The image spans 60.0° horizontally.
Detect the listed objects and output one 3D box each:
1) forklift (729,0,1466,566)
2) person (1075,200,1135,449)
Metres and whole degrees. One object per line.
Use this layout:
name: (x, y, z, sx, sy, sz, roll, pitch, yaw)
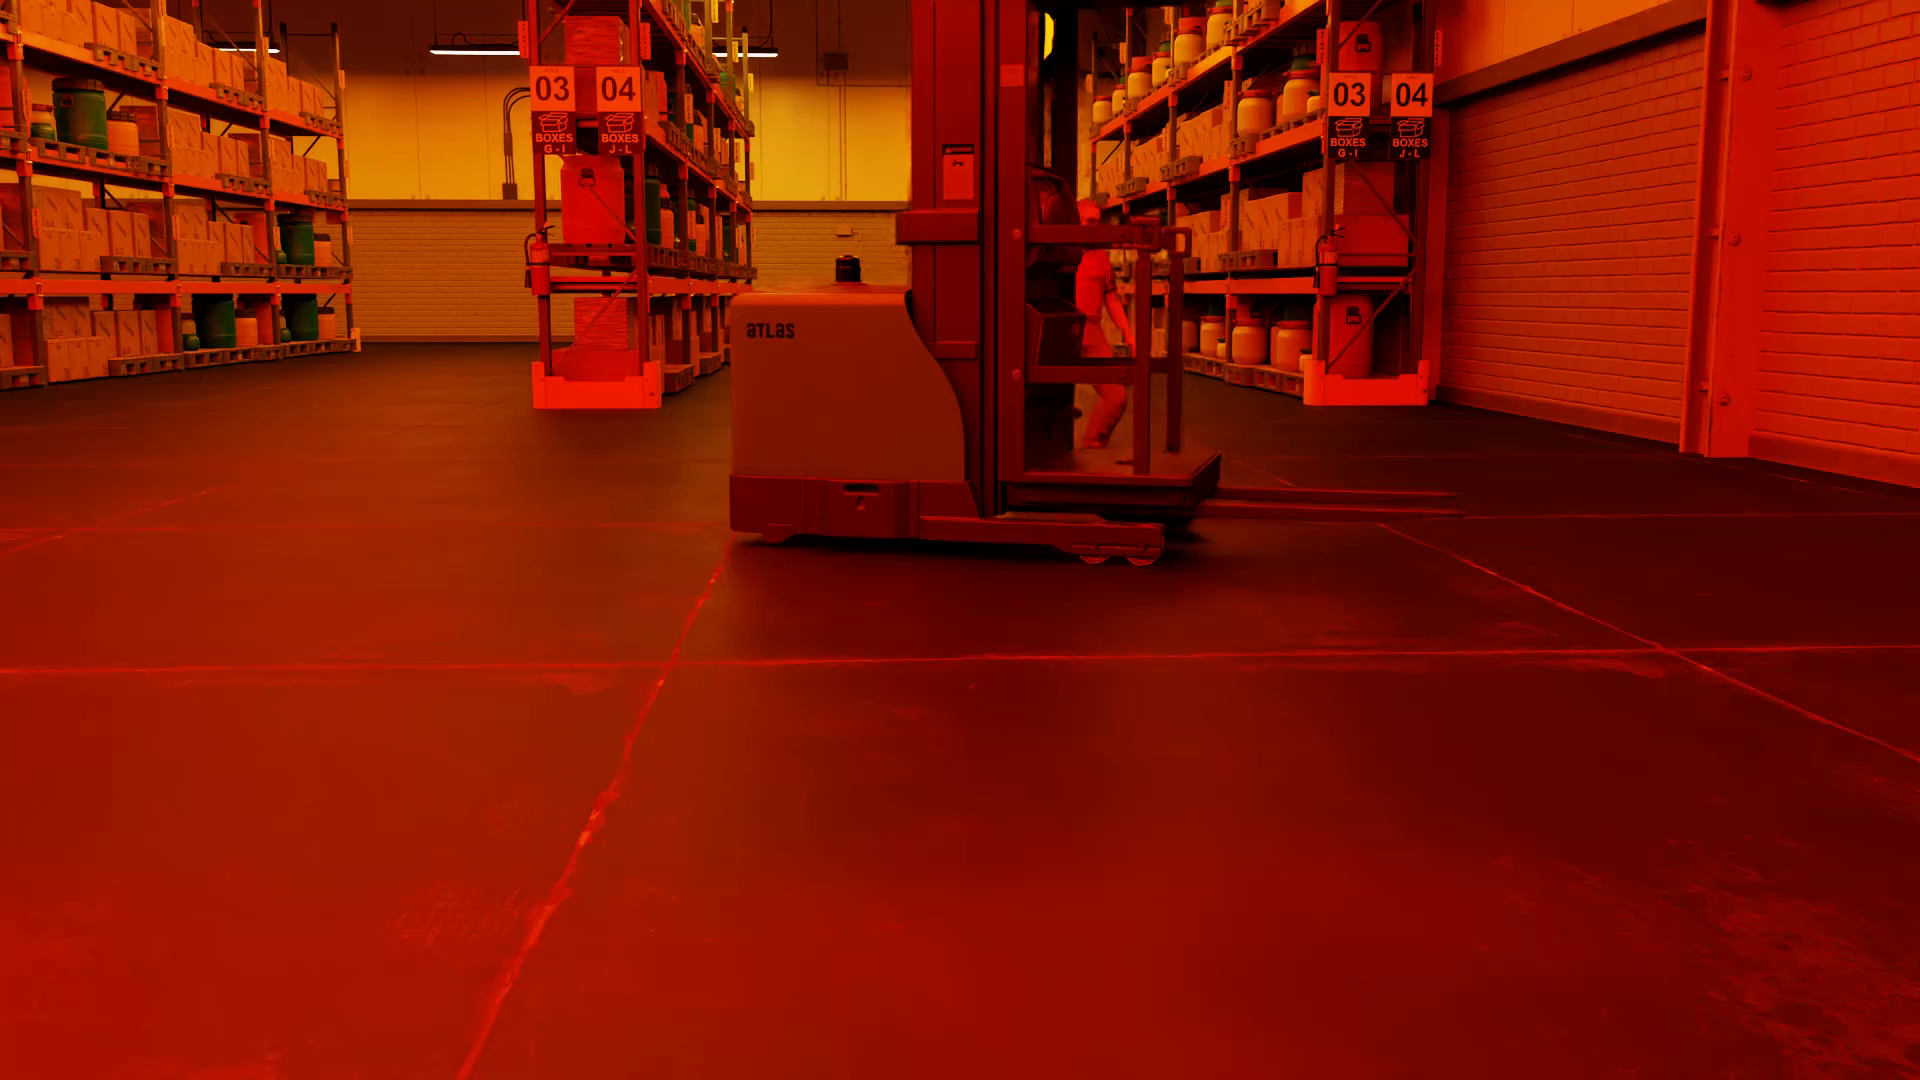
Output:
forklift: (0.587, -1.433, 6.984, 3.031, 2.935, 1.130, 2, 9, 14)
person: (0.663, -1.252, 10.202, 0.913, 1.645, 0.505, -3, 9, -20)
